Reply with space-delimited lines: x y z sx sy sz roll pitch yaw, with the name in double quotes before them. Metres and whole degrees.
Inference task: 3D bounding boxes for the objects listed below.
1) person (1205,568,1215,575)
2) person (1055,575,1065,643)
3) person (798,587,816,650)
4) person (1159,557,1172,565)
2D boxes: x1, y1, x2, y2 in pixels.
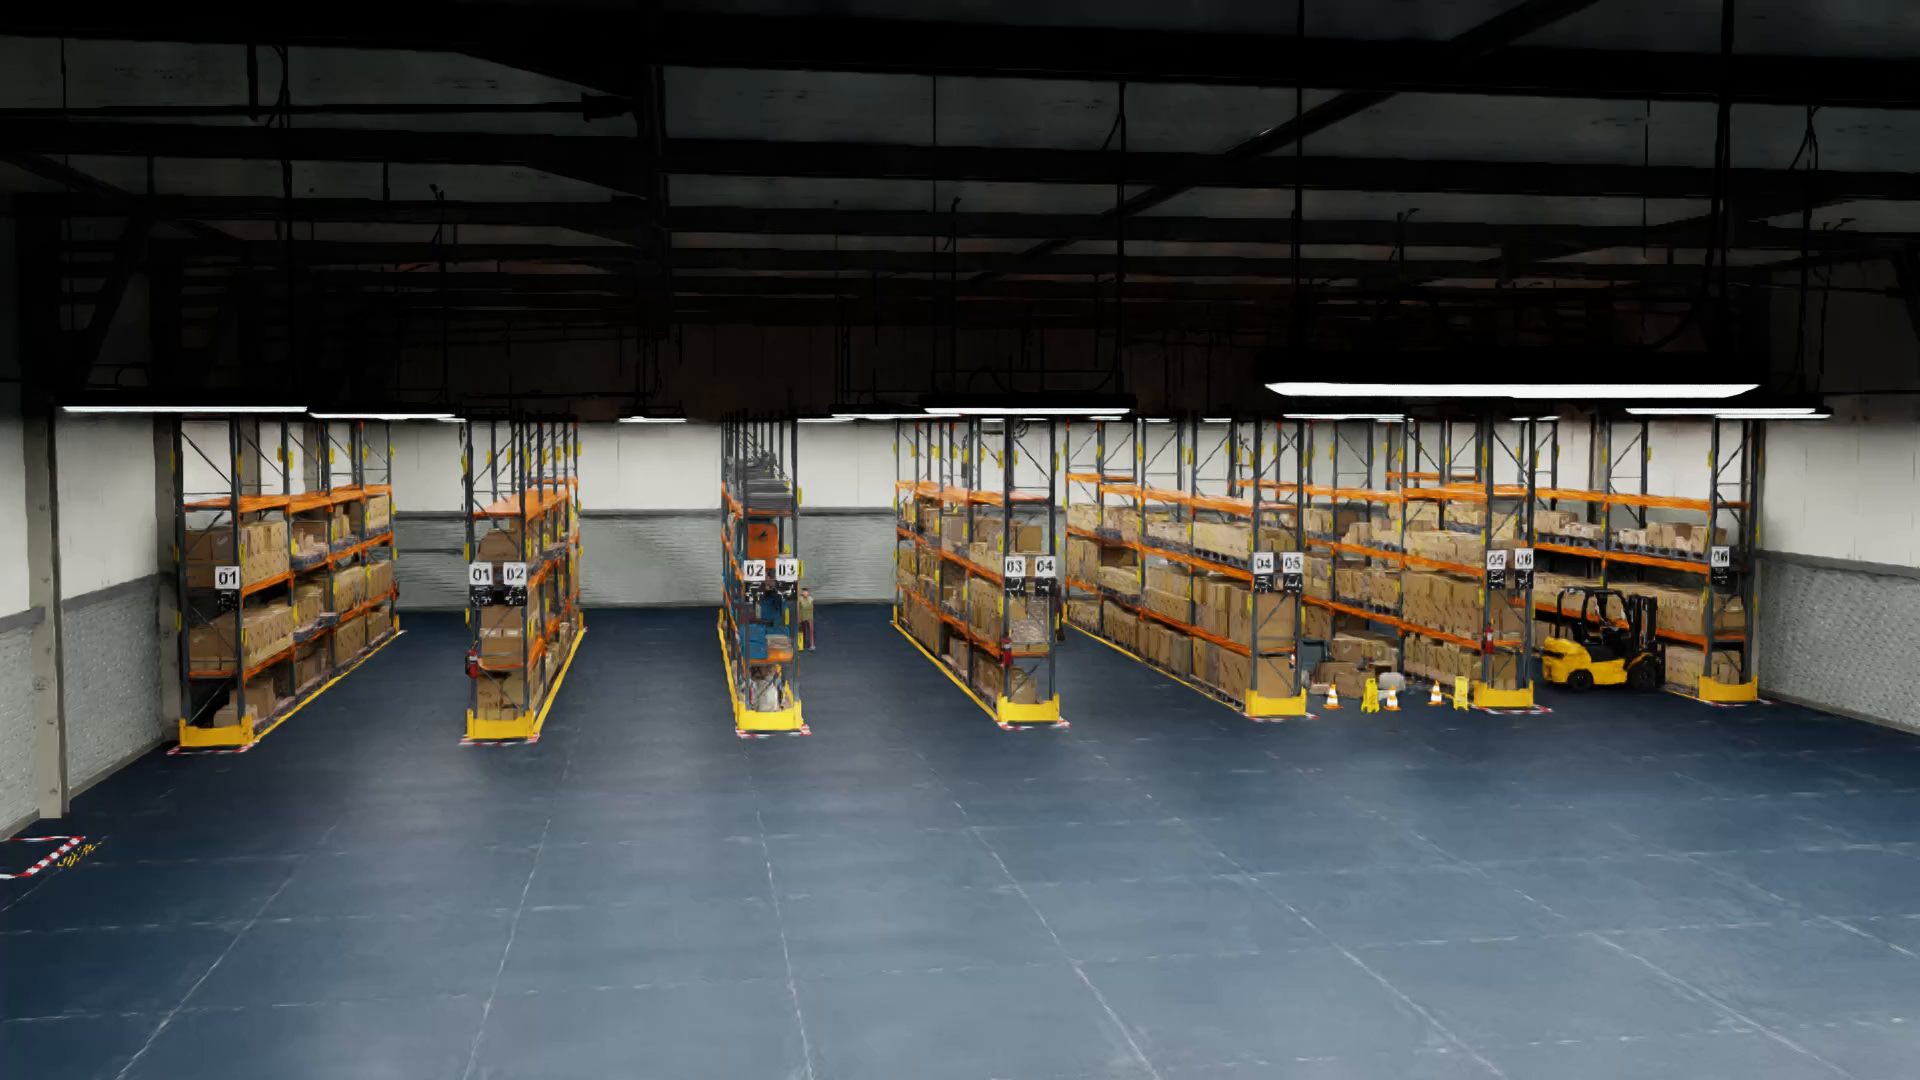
"person" 7.173 1.511 47.782 0.493 1.742 0.612 0 4 -6
"person" 2.450 1.787 43.454 0.648 1.773 0.690 1 4 11
"person" -3.910 1.970 42.093 0.451 1.586 1.099 -1 4 -12
"person" 6.409 1.190 52.379 0.602 1.774 0.574 -4 6 -44
